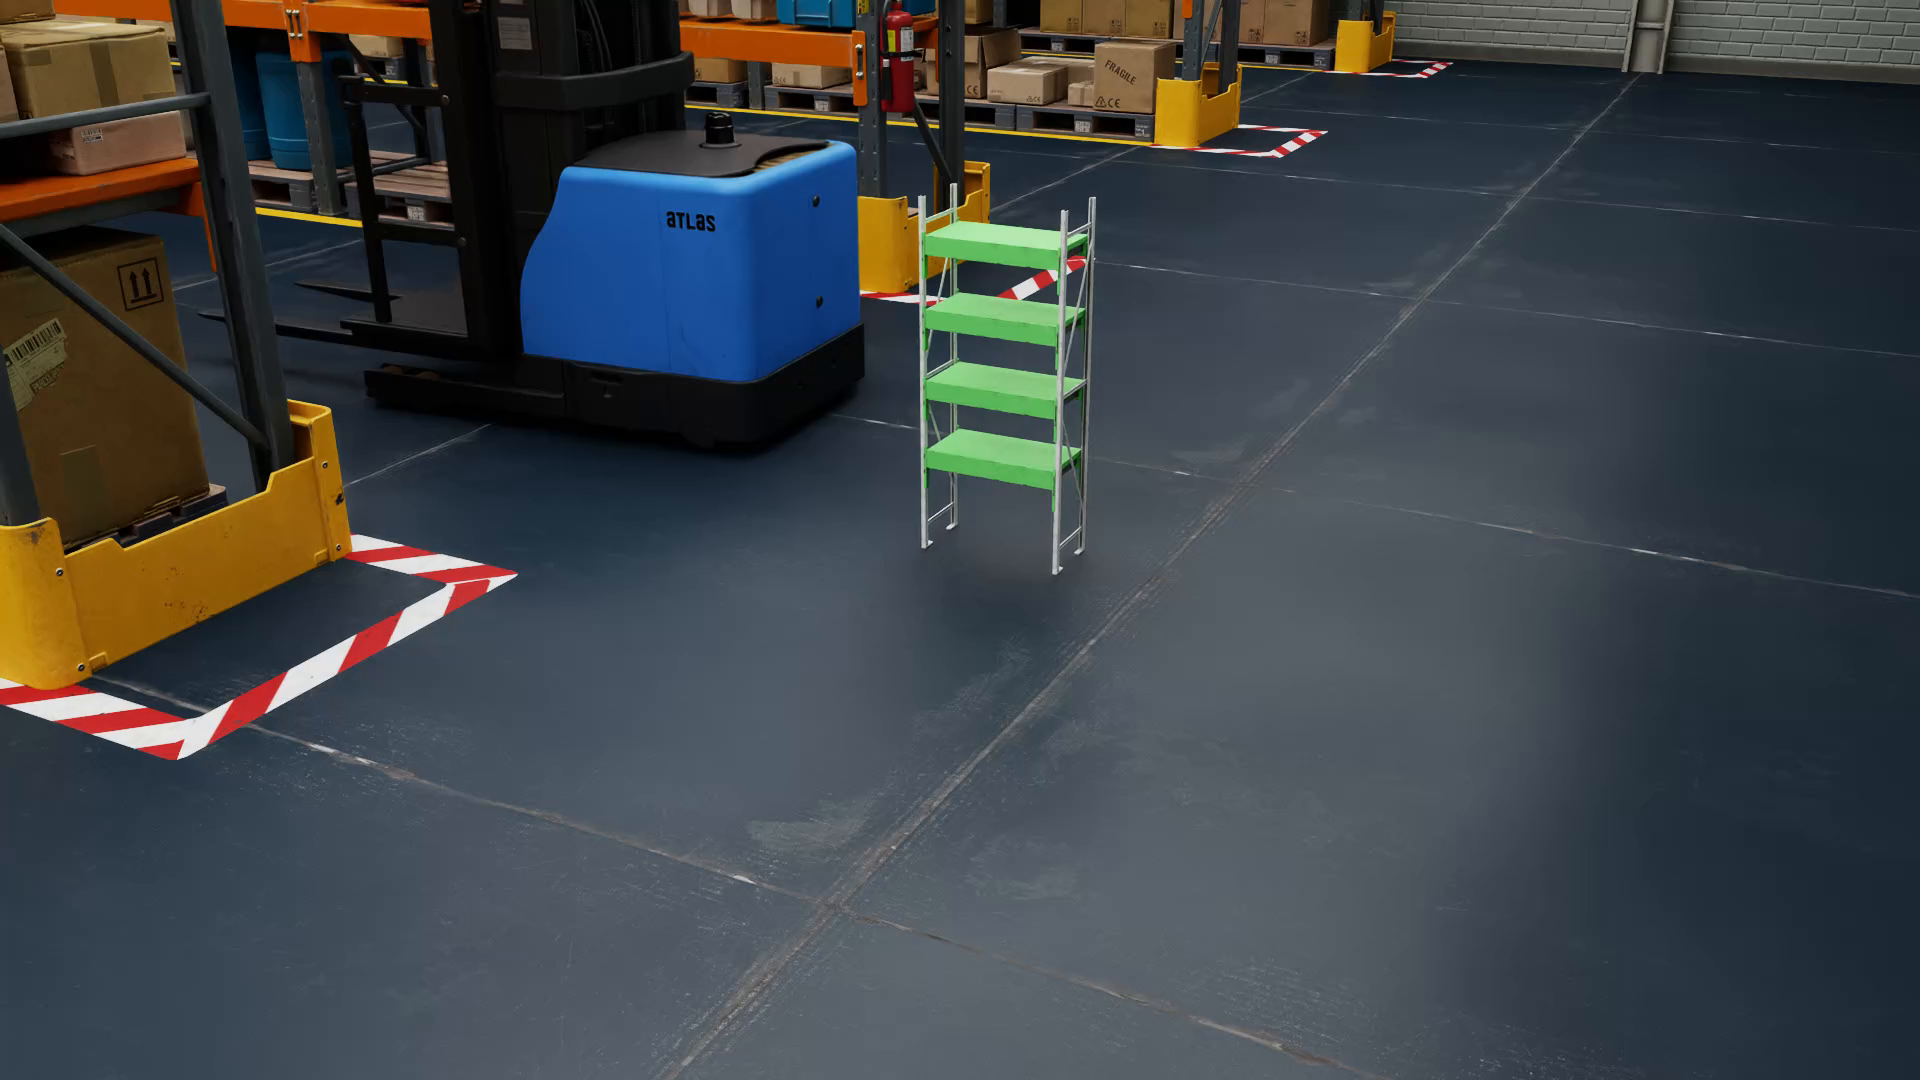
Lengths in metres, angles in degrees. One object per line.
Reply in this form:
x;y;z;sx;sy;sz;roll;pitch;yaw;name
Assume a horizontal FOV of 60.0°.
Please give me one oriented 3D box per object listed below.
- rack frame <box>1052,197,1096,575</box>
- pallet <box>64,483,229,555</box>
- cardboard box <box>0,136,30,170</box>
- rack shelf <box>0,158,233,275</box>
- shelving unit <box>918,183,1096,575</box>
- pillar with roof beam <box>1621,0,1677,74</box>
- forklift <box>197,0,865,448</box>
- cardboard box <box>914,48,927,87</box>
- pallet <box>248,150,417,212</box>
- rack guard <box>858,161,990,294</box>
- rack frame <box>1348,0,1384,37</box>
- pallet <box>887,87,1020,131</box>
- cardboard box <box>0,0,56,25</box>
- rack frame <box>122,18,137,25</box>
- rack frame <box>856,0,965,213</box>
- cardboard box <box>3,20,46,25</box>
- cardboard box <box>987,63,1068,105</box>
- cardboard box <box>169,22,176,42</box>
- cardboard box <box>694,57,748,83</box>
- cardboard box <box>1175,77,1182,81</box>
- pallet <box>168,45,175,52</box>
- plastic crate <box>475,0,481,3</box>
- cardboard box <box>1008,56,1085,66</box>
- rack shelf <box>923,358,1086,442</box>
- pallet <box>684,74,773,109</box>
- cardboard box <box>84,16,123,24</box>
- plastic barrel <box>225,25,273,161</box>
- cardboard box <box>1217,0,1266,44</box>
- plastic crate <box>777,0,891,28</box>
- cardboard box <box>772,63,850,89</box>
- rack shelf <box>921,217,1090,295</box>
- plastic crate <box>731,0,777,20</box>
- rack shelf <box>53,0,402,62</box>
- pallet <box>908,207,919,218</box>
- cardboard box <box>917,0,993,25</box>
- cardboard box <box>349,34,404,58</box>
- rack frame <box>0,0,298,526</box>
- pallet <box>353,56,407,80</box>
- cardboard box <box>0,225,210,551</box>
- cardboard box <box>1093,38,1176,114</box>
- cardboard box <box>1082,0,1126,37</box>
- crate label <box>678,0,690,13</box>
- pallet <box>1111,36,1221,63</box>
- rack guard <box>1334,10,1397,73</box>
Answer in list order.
0.365;-0.480;5.345;0.015;1.200;0.240;11;25;25;rack frame
-3.233;-0.012;5.508;1.213;0.211;1.003;11;25;25;pallet
-2.882;-1.288;5.268;0.250;0.149;0.380;11;25;24;cardboard box
-4.269;-1.203;5.666;4.000;0.370;1.077;11;25;25;rack shelf
0.148;-0.523;5.446;0.503;1.200;0.258;11;25;25;shelving unit
5.078;-7.454;11.778;0.400;9.000;9.100;11;25;25;pillar with roof beam
-1.979;-2.071;6.874;3.031;2.935;1.130;10;25;21;forklift
-0.275;-4.178;14.615;0.500;0.311;0.500;11;25;25;cardboard box
-4.489;-2.485;11.324;1.213;0.211;1.003;11;25;25;pallet
-0.223;-1.761;9.252;0.348;0.500;1.175;11;25;25;rack guard
4.220;-6.371;16.898;0.127;3.000;1.000;11;25;25;rack frame
0.124;-3.727;14.244;1.213;0.211;1.003;11;25;25;pallet
-3.237;-1.862;5.148;0.500;0.500;0.500;11;25;23;cardboard box
-8.721;-6.759;17.811;0.127;3.000;1.000;11;25;25;rack frame
-0.250;-2.911;8.762;0.127;3.000;1.000;11;25;25;rack frame
-3.258;-1.518;5.297;0.500;0.250;0.500;11;25;24;cardboard box
0.558;-3.766;13.723;0.500;0.250;0.500;11;25;25;cardboard box
-8.017;-5.439;17.683;0.500;0.250;0.500;12;26;26;cardboard box
-2.151;-4.386;14.862;0.500;0.500;0.500;11;25;24;cardboard box
1.770;-3.725;13.757;0.250;0.149;0.380;11;25;25;cardboard box
-9.411;-5.631;18.722;1.213;0.211;1.003;11;25;25;pallet
-2.540;-3.257;9.649;0.530;0.282;0.437;11;25;25;plastic crate
0.739;-3.949;14.155;0.500;0.250;0.500;11;25;25;cardboard box
0.148;-0.464;5.471;0.480;0.148;0.258;11;25;25;rack shelf
-2.324;-4.194;15.342;1.213;0.211;1.003;11;25;25;pallet
-9.233;-5.693;18.280;0.500;0.250;0.500;11;25;25;cardboard box
-4.929;-3.072;11.286;0.708;0.901;0.600;11;25;25;plastic barrel
3.104;-5.591;17.722;0.500;0.500;0.700;11;25;24;cardboard box
-0.633;-2.949;8.729;0.499;0.435;0.616;11;25;25;plastic crate
-1.304;-4.162;14.578;0.500;0.311;0.500;11;25;25;cardboard box
0.148;-0.906;5.284;0.480;0.148;0.258;11;25;25;rack shelf
-1.059;-2.898;8.992;0.243;0.136;0.396;11;25;25;plastic crate
-5.604;-3.640;11.394;4.000;0.370;1.077;11;25;25;rack shelf
-0.968;-1.787;9.682;1.213;0.211;1.003;11;25;25;pallet
0.012;-6.351;19.061;0.750;0.750;0.750;12;26;25;cardboard box
-5.731;-4.989;16.625;0.500;0.250;0.500;12;26;26;cardboard box
-2.485;-1.181;4.695;0.127;3.000;1.000;11;25;25;rack frame
-5.868;-4.929;17.070;1.213;0.211;1.003;11;25;25;pallet
-3.092;-0.482;5.228;0.875;0.875;0.875;11;25;25;cardboard box
1.392;-3.703;13.255;0.500;0.500;0.500;11;25;25;cardboard box
1.718;-5.863;18.360;0.500;0.500;0.700;11;25;24;cardboard box
-1.571;-2.995;9.220;0.243;0.136;0.396;11;25;25;crate label
2.387;-5.418;18.220;1.213;0.211;1.003;11;25;25;pallet
4.242;-5.217;17.378;0.348;0.500;1.175;11;25;25;rack guard
